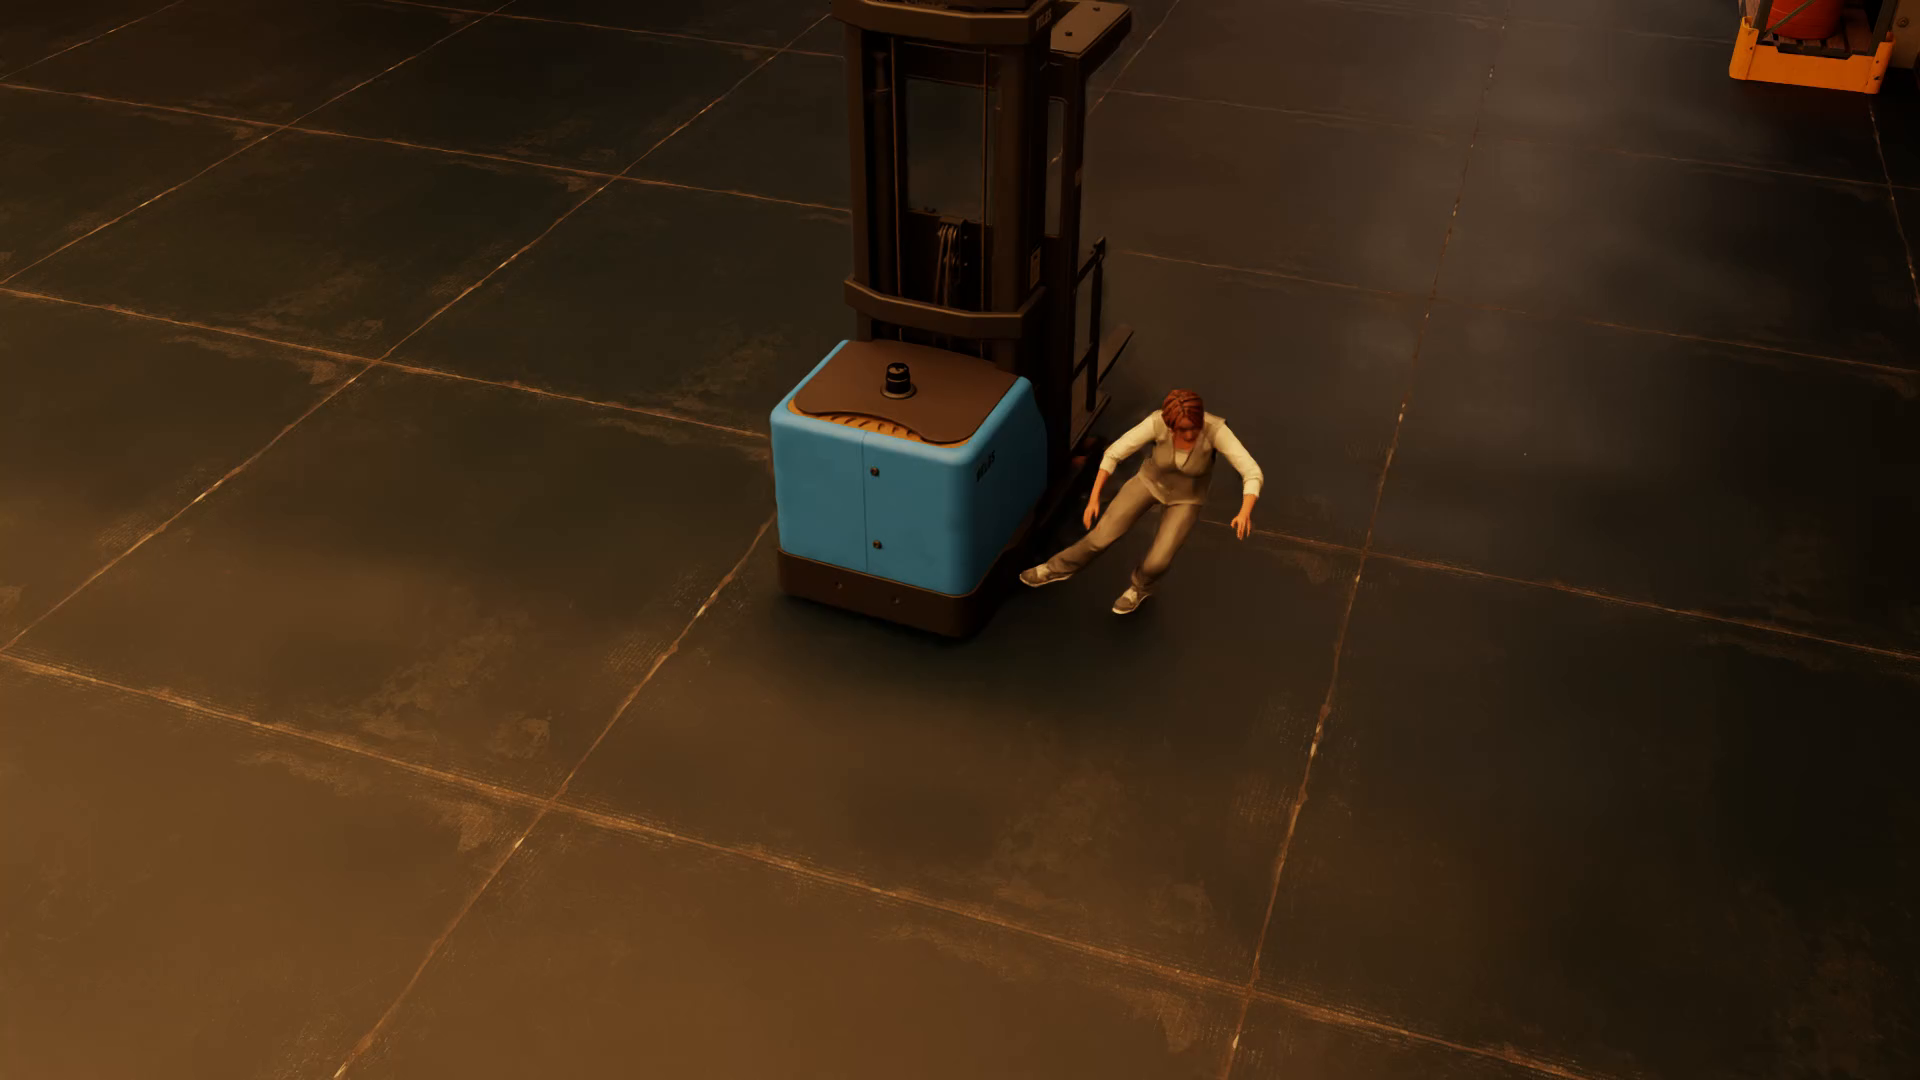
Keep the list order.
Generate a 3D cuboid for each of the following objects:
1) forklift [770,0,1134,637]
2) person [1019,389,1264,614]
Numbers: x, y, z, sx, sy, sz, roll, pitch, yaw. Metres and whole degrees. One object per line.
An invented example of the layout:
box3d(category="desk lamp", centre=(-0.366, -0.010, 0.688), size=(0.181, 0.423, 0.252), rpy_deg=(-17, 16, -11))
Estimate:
box3d(category="forklift", centre=(0.150, -1.581, 8.341), size=(1.130, 2.935, 3.031), rpy_deg=(14, 38, 19))
box3d(category="person", centre=(0.812, -0.121, 7.678), size=(1.127, 1.348, 0.833), rpy_deg=(8, 36, 11))
